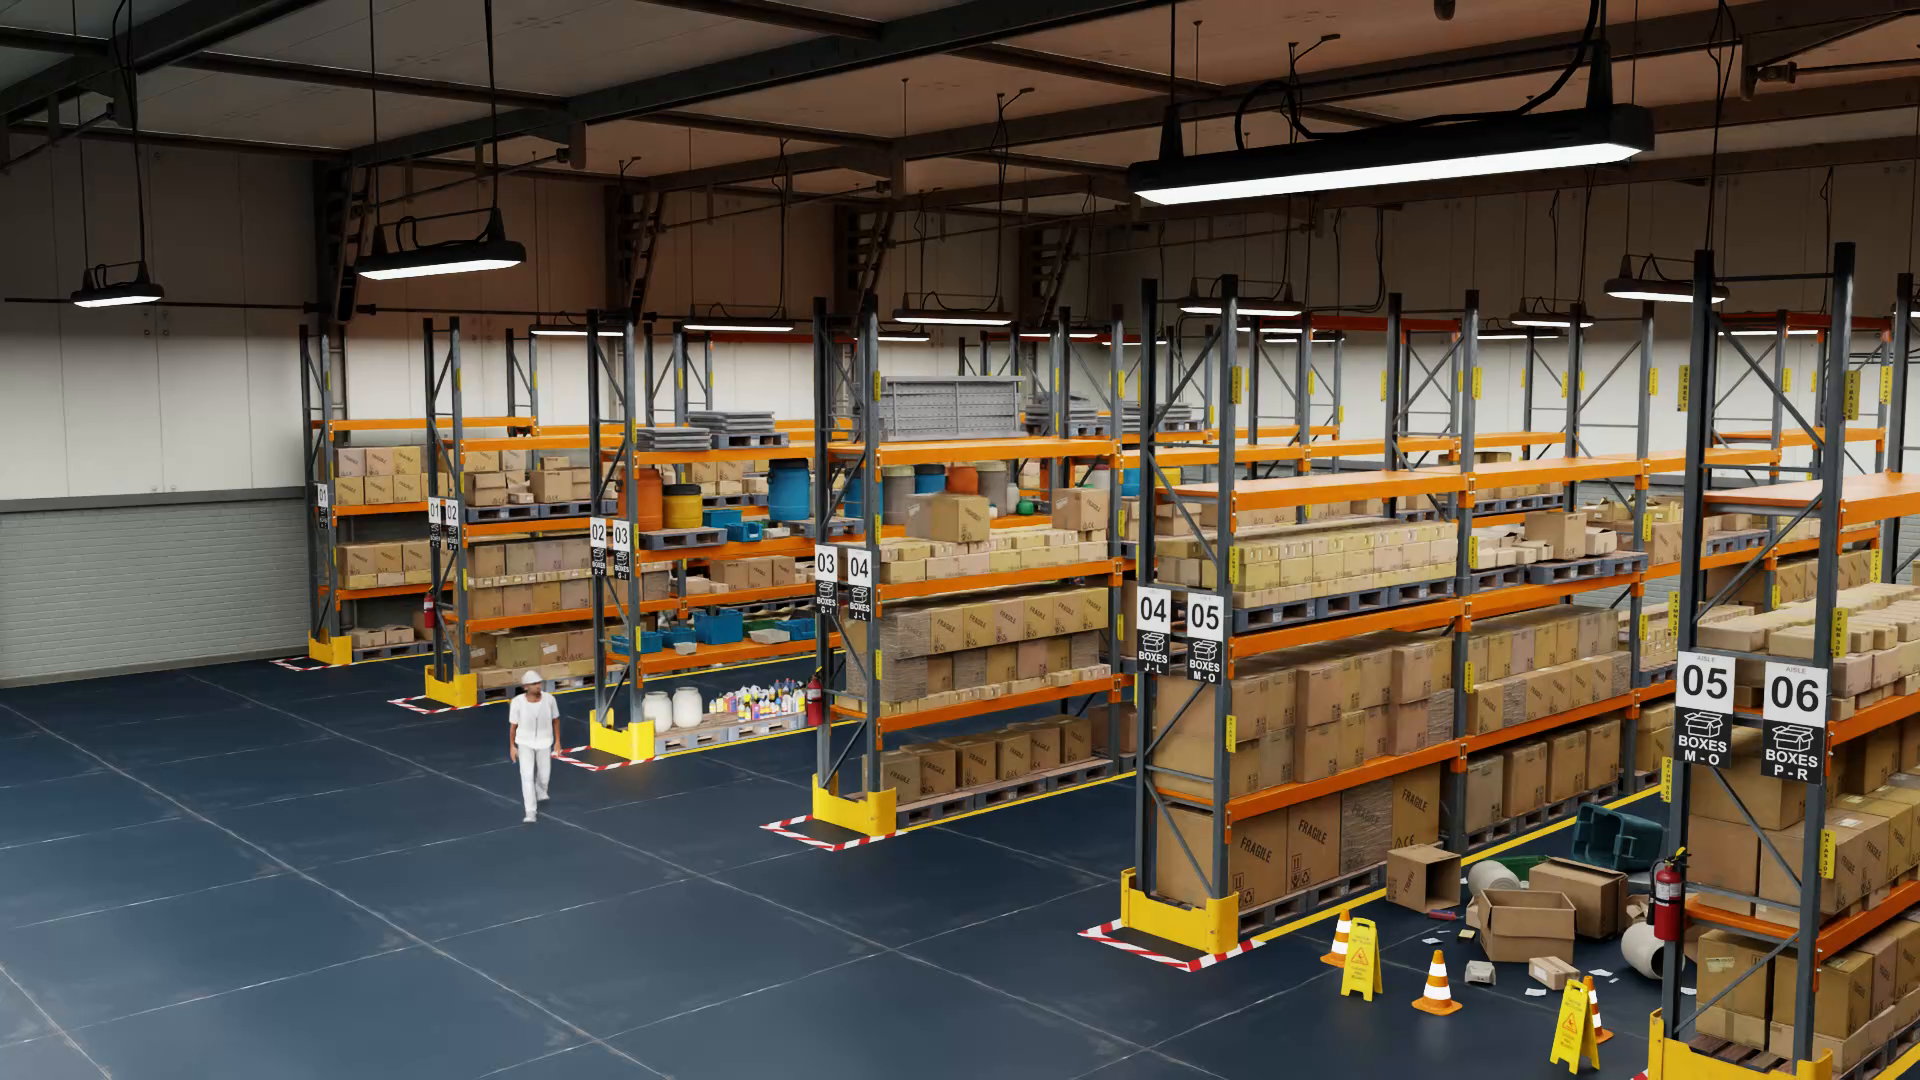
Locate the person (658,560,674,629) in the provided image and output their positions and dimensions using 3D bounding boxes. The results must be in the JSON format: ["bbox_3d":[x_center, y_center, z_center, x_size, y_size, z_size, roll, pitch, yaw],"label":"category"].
[{"bbox_3d":[-5.726,1.070,31.790,0.530,1.780,0.581,-2,6,-22],"label":"person"}]

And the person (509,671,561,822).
[{"bbox_3d":[-4.956,2.358,19.395,0.579,1.719,1.081,-2,6,-18],"label":"person"}]
